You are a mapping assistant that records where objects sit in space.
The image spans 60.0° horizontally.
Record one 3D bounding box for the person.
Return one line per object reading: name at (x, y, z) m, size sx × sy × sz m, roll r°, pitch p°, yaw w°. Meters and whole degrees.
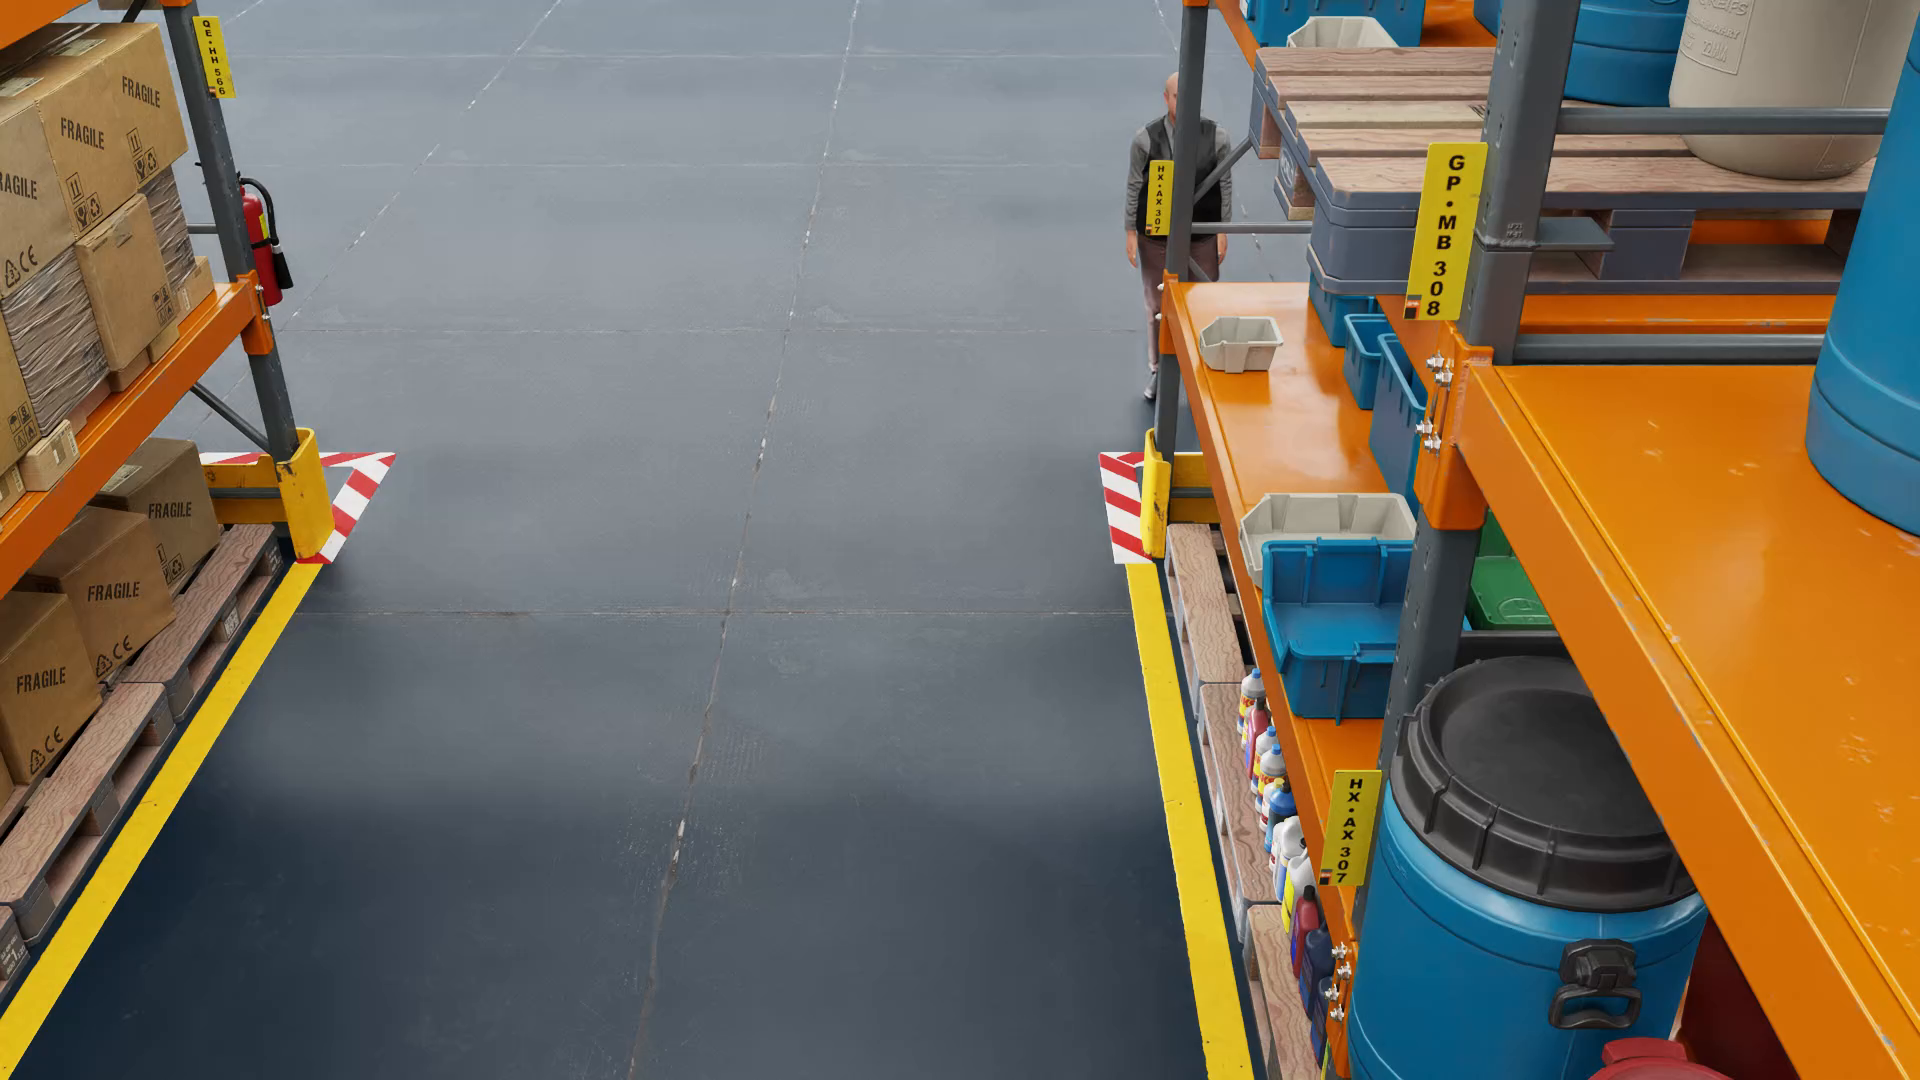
person at (1.142, -1.579, 8.733) m, size 0.566 × 1.727 × 0.386 m, roll 3°, pitch 31°, yaw 4°
